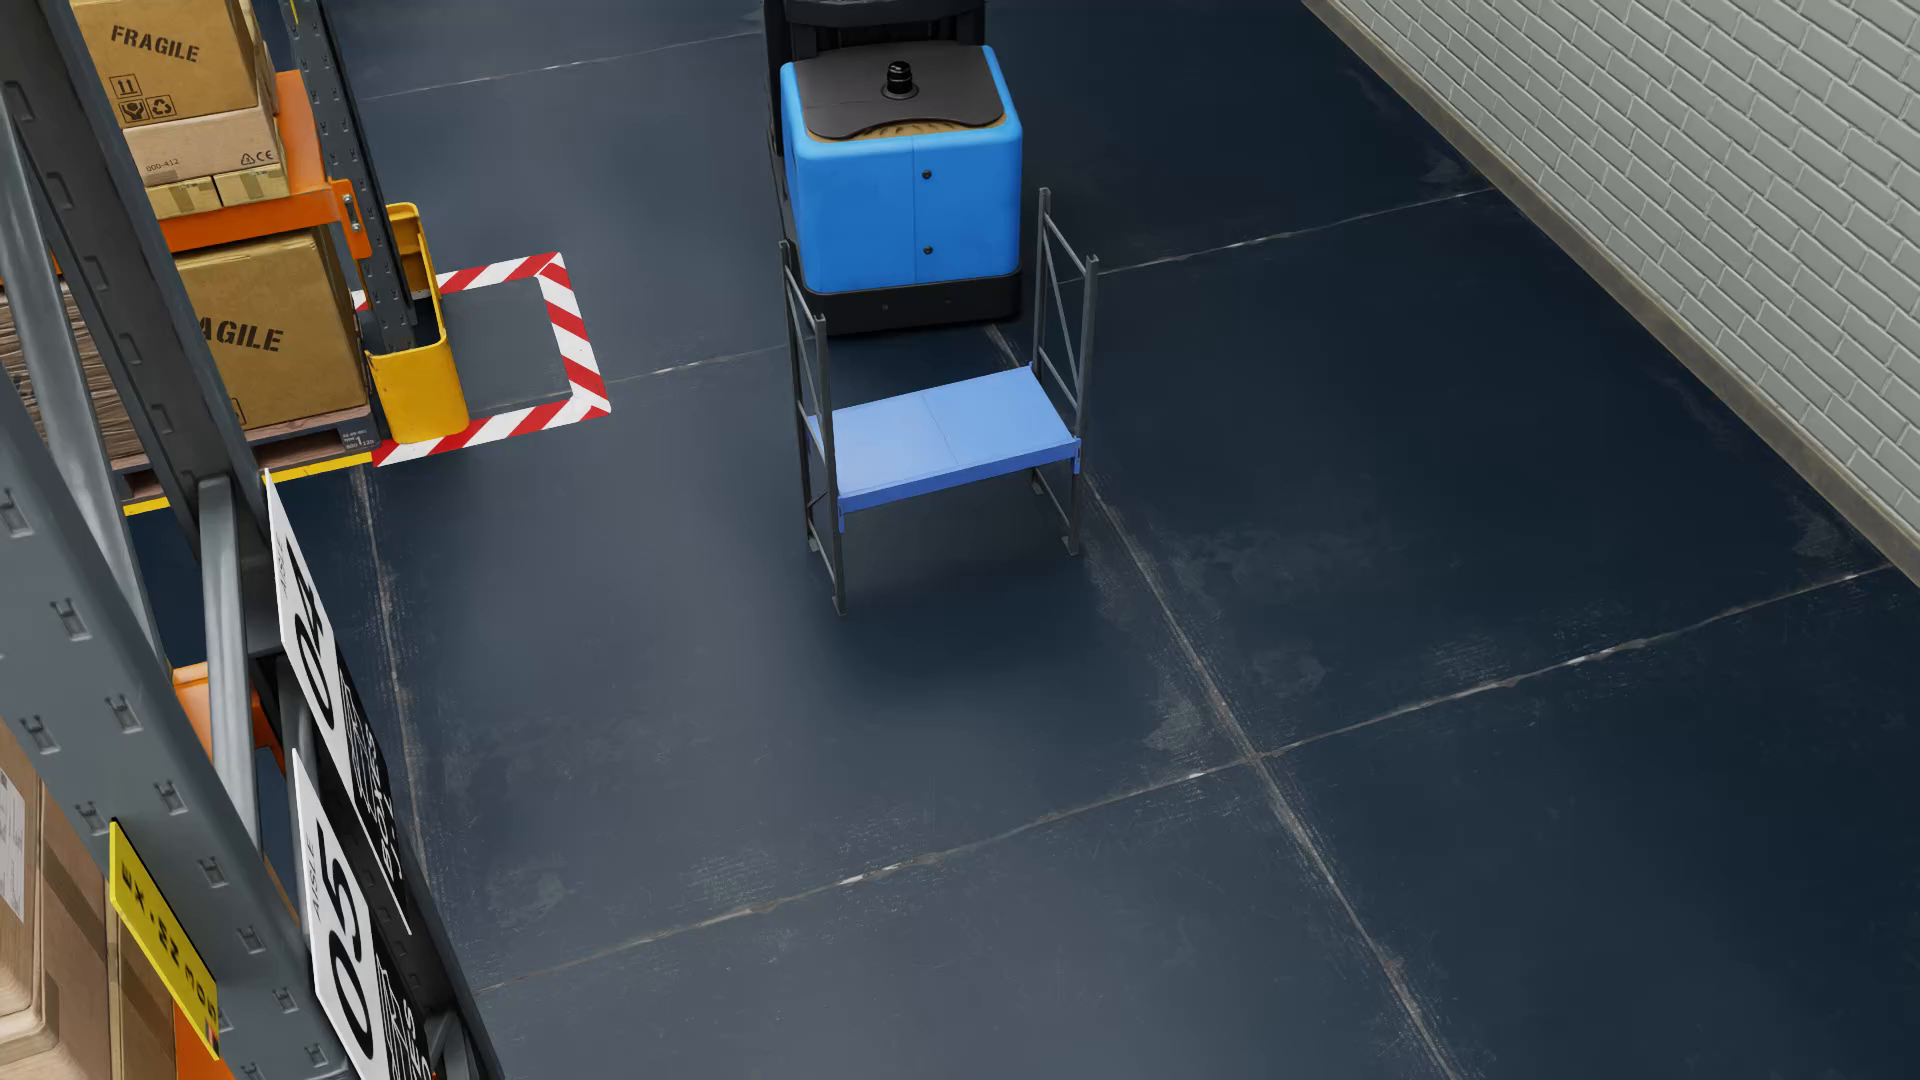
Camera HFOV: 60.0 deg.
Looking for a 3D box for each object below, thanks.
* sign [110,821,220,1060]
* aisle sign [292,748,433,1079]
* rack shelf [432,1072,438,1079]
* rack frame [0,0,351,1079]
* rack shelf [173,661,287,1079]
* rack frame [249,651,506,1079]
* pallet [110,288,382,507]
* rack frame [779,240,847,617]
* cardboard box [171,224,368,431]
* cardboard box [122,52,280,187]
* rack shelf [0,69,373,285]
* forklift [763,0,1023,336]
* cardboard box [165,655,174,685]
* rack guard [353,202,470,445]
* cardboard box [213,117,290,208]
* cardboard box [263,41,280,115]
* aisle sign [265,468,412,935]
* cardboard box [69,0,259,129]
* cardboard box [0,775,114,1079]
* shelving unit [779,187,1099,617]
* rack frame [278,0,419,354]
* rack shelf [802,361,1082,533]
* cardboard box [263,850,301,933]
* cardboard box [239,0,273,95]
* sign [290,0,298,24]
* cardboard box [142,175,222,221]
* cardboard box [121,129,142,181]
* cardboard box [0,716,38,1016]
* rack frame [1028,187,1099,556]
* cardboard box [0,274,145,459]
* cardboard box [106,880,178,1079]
[{"bbox_3d":[-0.843,0.432,1.768,0.005,0.325,0.100,-14,47,-14],"label":"sign"},{"bbox_3d":[-0.842,0.693,2.415,0.004,0.787,0.394,-14,47,-14],"label":"aisle sign"},{"bbox_3d":[-2.893,2.164,3.293,4.000,0.370,1.077,-14,47,-14],"label":"rack shelf"},{"bbox_3d":[-1.012,-0.689,1.393,0.127,3.000,1.000,-14,47,-14],"label":"rack frame"},{"bbox_3d":[-2.893,1.105,2.230,4.000,0.370,1.077,-14,47,-14],"label":"rack shelf"},{"bbox_3d":[-1.012,1.429,3.517,0.127,3.000,1.000,-14,47,-14],"label":"rack frame"},{"bbox_3d":[-3.327,-0.671,7.579,1.213,0.211,1.003,-14,47,-14],"label":"pallet"},{"bbox_3d":[-0.558,-0.387,6.386,0.032,1.500,0.500,-14,47,-14],"label":"rack frame"},{"bbox_3d":[-3.176,-1.091,7.232,0.875,0.875,0.875,-14,47,-14],"label":"cardboard box"},{"bbox_3d":[-2.967,-1.659,6.490,0.500,0.250,0.500,-15,47,-14],"label":"cardboard box"},{"bbox_3d":[-4.482,-1.165,6.610,4.000,0.370,1.077,-14,47,-14],"label":"rack shelf"},{"bbox_3d":[-0.462,-3.066,8.046,1.130,2.935,3.031,-7,46,-7],"label":"forklift"},{"bbox_3d":[-1.521,0.361,2.570,0.500,0.250,0.500,-13,46,-12],"label":"cardboard box"},{"bbox_3d":[-2.579,-1.023,7.726,0.348,0.500,1.175,-14,47,-14],"label":"rack guard"},{"bbox_3d":[-2.824,-1.506,6.620,0.250,0.149,0.380,-14,47,-13],"label":"cardboard box"},{"bbox_3d":[-3.047,-1.946,7.058,0.250,0.149,0.380,-14,47,-13],"label":"cardboard box"},{"bbox_3d":[-1.045,0.294,2.813,0.004,0.787,0.394,-14,47,-14],"label":"aisle sign"},{"bbox_3d":[-2.970,-1.924,6.226,0.500,0.500,0.500,-14,47,-13],"label":"cardboard box"},{"bbox_3d":[-1.359,0.527,2.052,0.500,0.250,0.500,-16,47,-15],"label":"cardboard box"},{"bbox_3d":[-0.080,-0.509,6.508,1.048,1.500,0.538,-14,47,-14],"label":"shelving unit"},{"bbox_3d":[-2.601,-1.900,6.835,0.127,3.000,1.000,-14,47,-14],"label":"rack frame"},{"bbox_3d":[-0.080,-0.382,6.635,1.000,0.185,0.538,-14,47,-14],"label":"rack shelf"},{"bbox_3d":[-1.525,0.867,3.091,0.500,0.500,0.500,-15,47,-14],"label":"cardboard box"},{"bbox_3d":[-3.144,-2.016,6.847,0.500,0.250,0.500,-16,47,-15],"label":"cardboard box"},{"bbox_3d":[-2.430,-2.027,5.977,0.005,0.325,0.100,-14,47,-14],"label":"sign"},{"bbox_3d":[-3.068,-1.443,6.557,0.250,0.149,0.380,-14,47,-13],"label":"cardboard box"},{"bbox_3d":[-3.444,-1.537,6.369,0.500,0.250,0.500,-15,47,-15],"label":"cardboard box"},{"bbox_3d":[-1.225,0.381,1.915,0.250,0.149,0.380,-15,47,-14],"label":"cardboard box"},{"bbox_3d":[0.398,-0.631,6.629,0.032,1.500,0.500,-14,47,-14],"label":"rack frame"},{"bbox_3d":[-4.032,-0.872,7.014,0.875,0.875,0.875,-14,47,-14],"label":"cardboard box"},{"bbox_3d":[-1.350,0.709,2.223,0.500,0.250,0.500,-15,47,-15],"label":"cardboard box"}]
